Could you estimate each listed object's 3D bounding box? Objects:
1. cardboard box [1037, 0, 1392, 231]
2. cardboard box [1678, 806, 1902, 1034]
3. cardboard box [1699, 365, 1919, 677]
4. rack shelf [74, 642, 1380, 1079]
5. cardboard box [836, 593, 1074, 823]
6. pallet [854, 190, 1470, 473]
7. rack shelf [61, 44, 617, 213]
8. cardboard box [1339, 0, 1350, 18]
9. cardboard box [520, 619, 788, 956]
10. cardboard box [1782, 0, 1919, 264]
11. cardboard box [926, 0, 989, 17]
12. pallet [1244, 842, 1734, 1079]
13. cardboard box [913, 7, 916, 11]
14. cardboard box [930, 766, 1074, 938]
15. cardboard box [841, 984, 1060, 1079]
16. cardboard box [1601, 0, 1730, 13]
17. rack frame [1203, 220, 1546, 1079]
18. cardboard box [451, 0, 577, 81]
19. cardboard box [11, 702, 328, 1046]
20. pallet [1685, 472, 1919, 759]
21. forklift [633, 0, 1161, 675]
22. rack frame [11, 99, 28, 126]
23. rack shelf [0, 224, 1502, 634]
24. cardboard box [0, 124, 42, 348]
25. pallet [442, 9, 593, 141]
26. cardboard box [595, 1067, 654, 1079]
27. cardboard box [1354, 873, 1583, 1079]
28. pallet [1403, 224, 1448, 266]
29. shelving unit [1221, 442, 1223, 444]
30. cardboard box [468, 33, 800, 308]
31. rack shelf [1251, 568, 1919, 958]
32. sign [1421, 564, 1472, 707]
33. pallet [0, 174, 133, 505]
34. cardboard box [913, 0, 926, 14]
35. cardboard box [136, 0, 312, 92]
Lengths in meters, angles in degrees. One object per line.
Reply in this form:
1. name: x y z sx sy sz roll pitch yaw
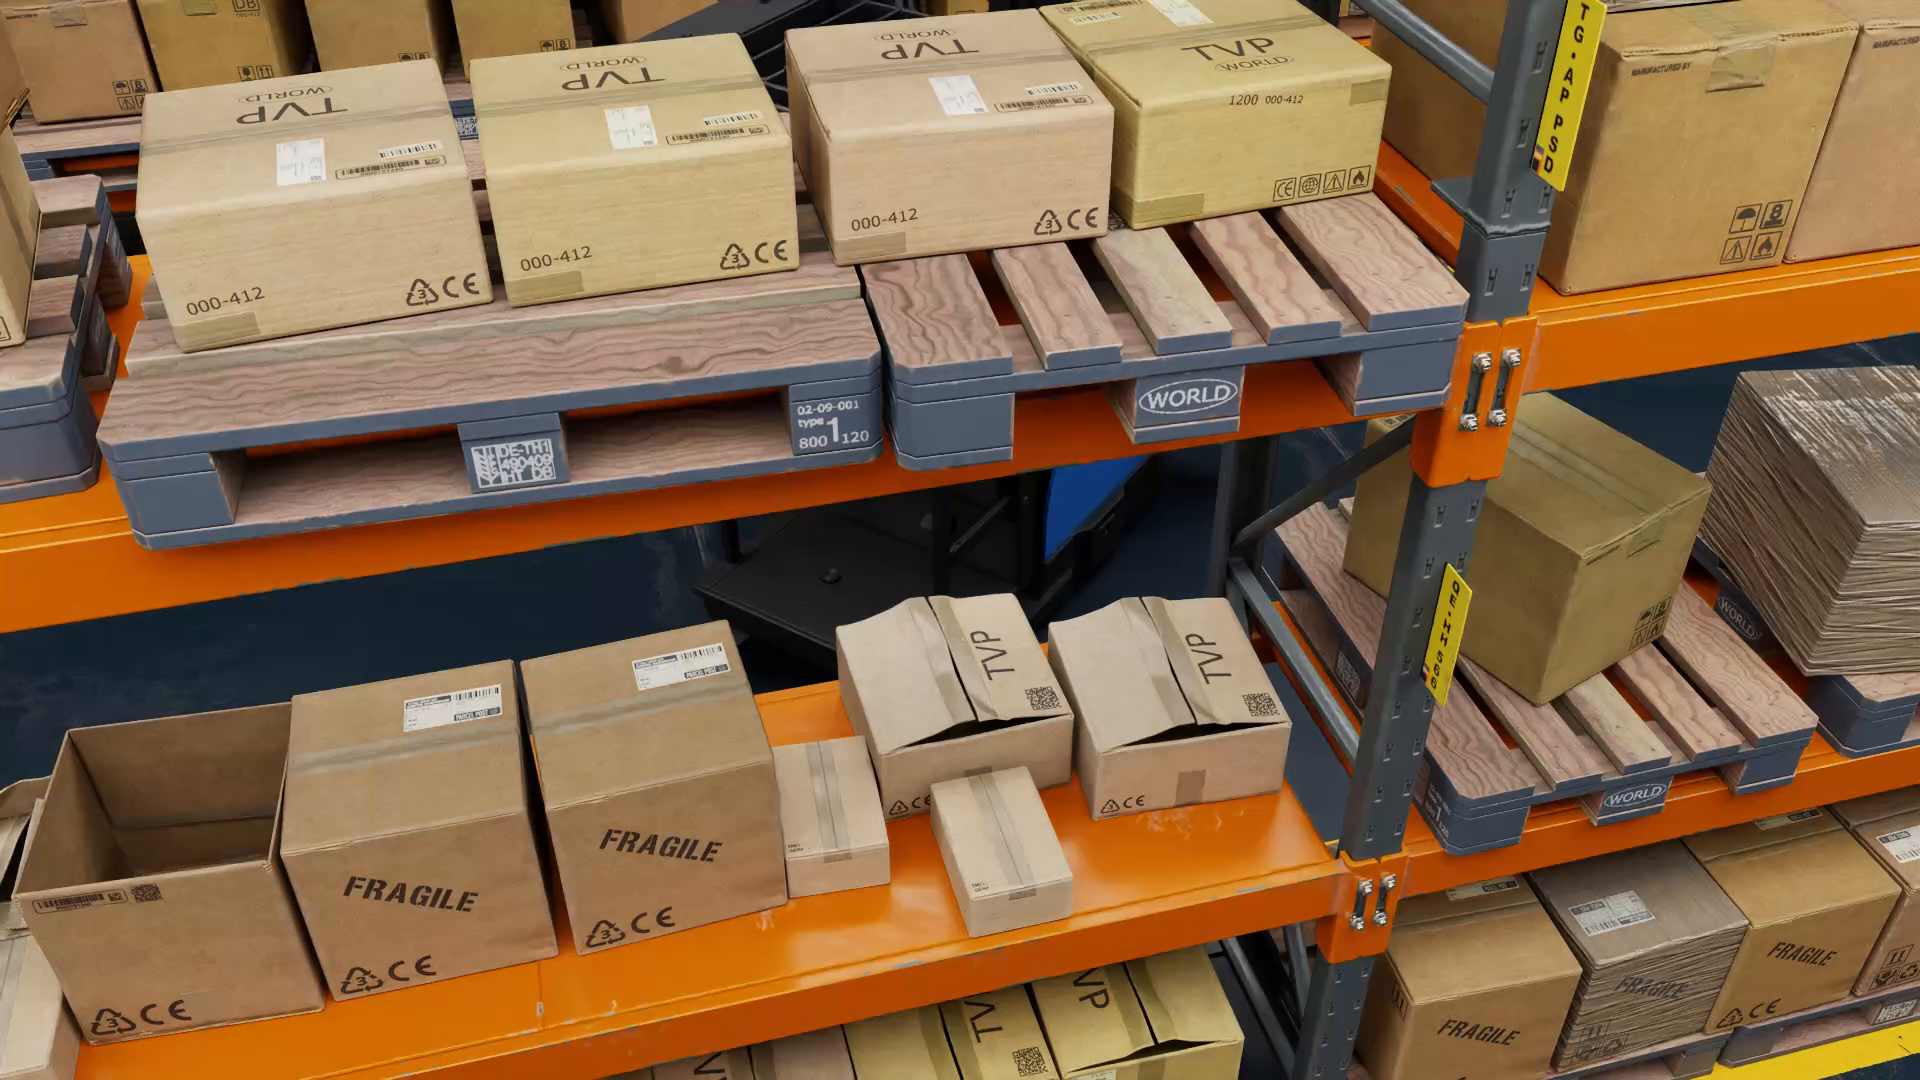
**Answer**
1. cardboard box: 0.468 -0.852 3.204 0.500 0.250 0.500 -12 39 -15
2. cardboard box: 2.395 1.093 5.048 0.500 0.500 0.500 -10 38 -13
3. cardboard box: 2.403 -0.064 4.436 0.500 0.500 0.700 -3 37 -3
4. rack shelf: -1.040 0.944 4.139 4.000 0.370 1.077 -9 38 -12
5. cardboard box: -0.023 0.405 4.325 0.500 0.311 0.500 -10 38 -12
6. pallet: 0.259 -0.615 3.271 1.003 0.211 1.213 -8 38 -10
7. rack shelf: -2.335 -1.961 7.937 4.000 0.370 1.077 -9 38 -12
8. cardboard box: 1.620 -2.899 8.227 0.500 0.500 0.500 -8 38 -11
9. cardboard box: -0.724 0.577 3.944 0.500 0.500 0.500 -11 39 -14
10. cardboard box: 1.796 -1.059 3.615 0.500 0.500 0.910 -9 38 -12
11. cardboard box: 0.132 -2.656 7.910 0.500 0.500 0.500 -8 38 -11
12. pallet: 1.622 1.353 5.307 1.213 0.211 1.003 -9 38 -12
13. cardboard box: -0.156 -2.673 8.466 0.250 0.149 0.380 -9 38 -11
14. cardboard box: 0.095 0.746 4.013 0.250 0.149 0.380 -9 38 -12
15. cardboard box: -0.050 1.358 4.462 0.500 0.311 0.500 -10 39 -13
16. cardboard box: 1.314 -1.352 3.175 0.500 0.500 0.500 -9 38 -12
17. rack frame: 0.891 0.342 4.335 0.127 3.000 1.000 -9 38 -12
18. cardboard box: -2.052 -2.487 7.588 0.500 0.500 0.700 -9 38 -12
19. cardboard box: -1.716 0.740 3.731 0.500 0.500 0.500 -7 38 -9
20. pallet: 2.768 0.107 4.799 1.213 0.211 1.003 -9 38 -12
21. forklift: -0.337 -0.771 5.846 1.130 2.935 3.031 21 42 26
22. rack frame: -4.266 -1.930 7.304 0.127 3.000 1.000 -9 38 -12
23. rack shelf: -1.040 -0.247 3.228 4.000 0.370 1.077 -9 38 -12
24. cardboard box: -1.844 -0.504 2.749 0.500 0.250 0.500 -13 39 -16
25. pallet: -2.304 -2.150 7.749 1.213 0.211 1.003 -9 38 -12
26. cardboard box: -1.023 1.514 4.258 0.500 0.311 0.500 -8 38 -11
27. cardboard box: 1.405 1.255 4.835 0.500 0.500 0.500 -8 38 -10
28. pallet: 2.733 -1.923 9.590 1.213 0.211 1.003 -9 38 -12
29. shelving unit: 1.097 -0.757 7.252 0.503 1.200 0.258 13 39 17
30. cardboard box: -0.589 -0.674 2.972 0.500 0.250 0.500 -10 39 -13
31. rack shelf: 2.822 0.311 4.967 4.000 0.370 1.077 -9 38 -12
32. sign: 1.039 0.207 3.558 0.005 0.325 0.100 -9 38 -12
33. pallet: -2.122 -0.287 2.846 1.217 0.209 0.805 -11 39 -14
34. cardboard box: -0.017 -2.959 8.305 0.500 0.500 0.500 -9 38 -12
35. cardboard box: -3.224 -2.289 7.329 0.500 0.500 0.700 -6 38 -7
